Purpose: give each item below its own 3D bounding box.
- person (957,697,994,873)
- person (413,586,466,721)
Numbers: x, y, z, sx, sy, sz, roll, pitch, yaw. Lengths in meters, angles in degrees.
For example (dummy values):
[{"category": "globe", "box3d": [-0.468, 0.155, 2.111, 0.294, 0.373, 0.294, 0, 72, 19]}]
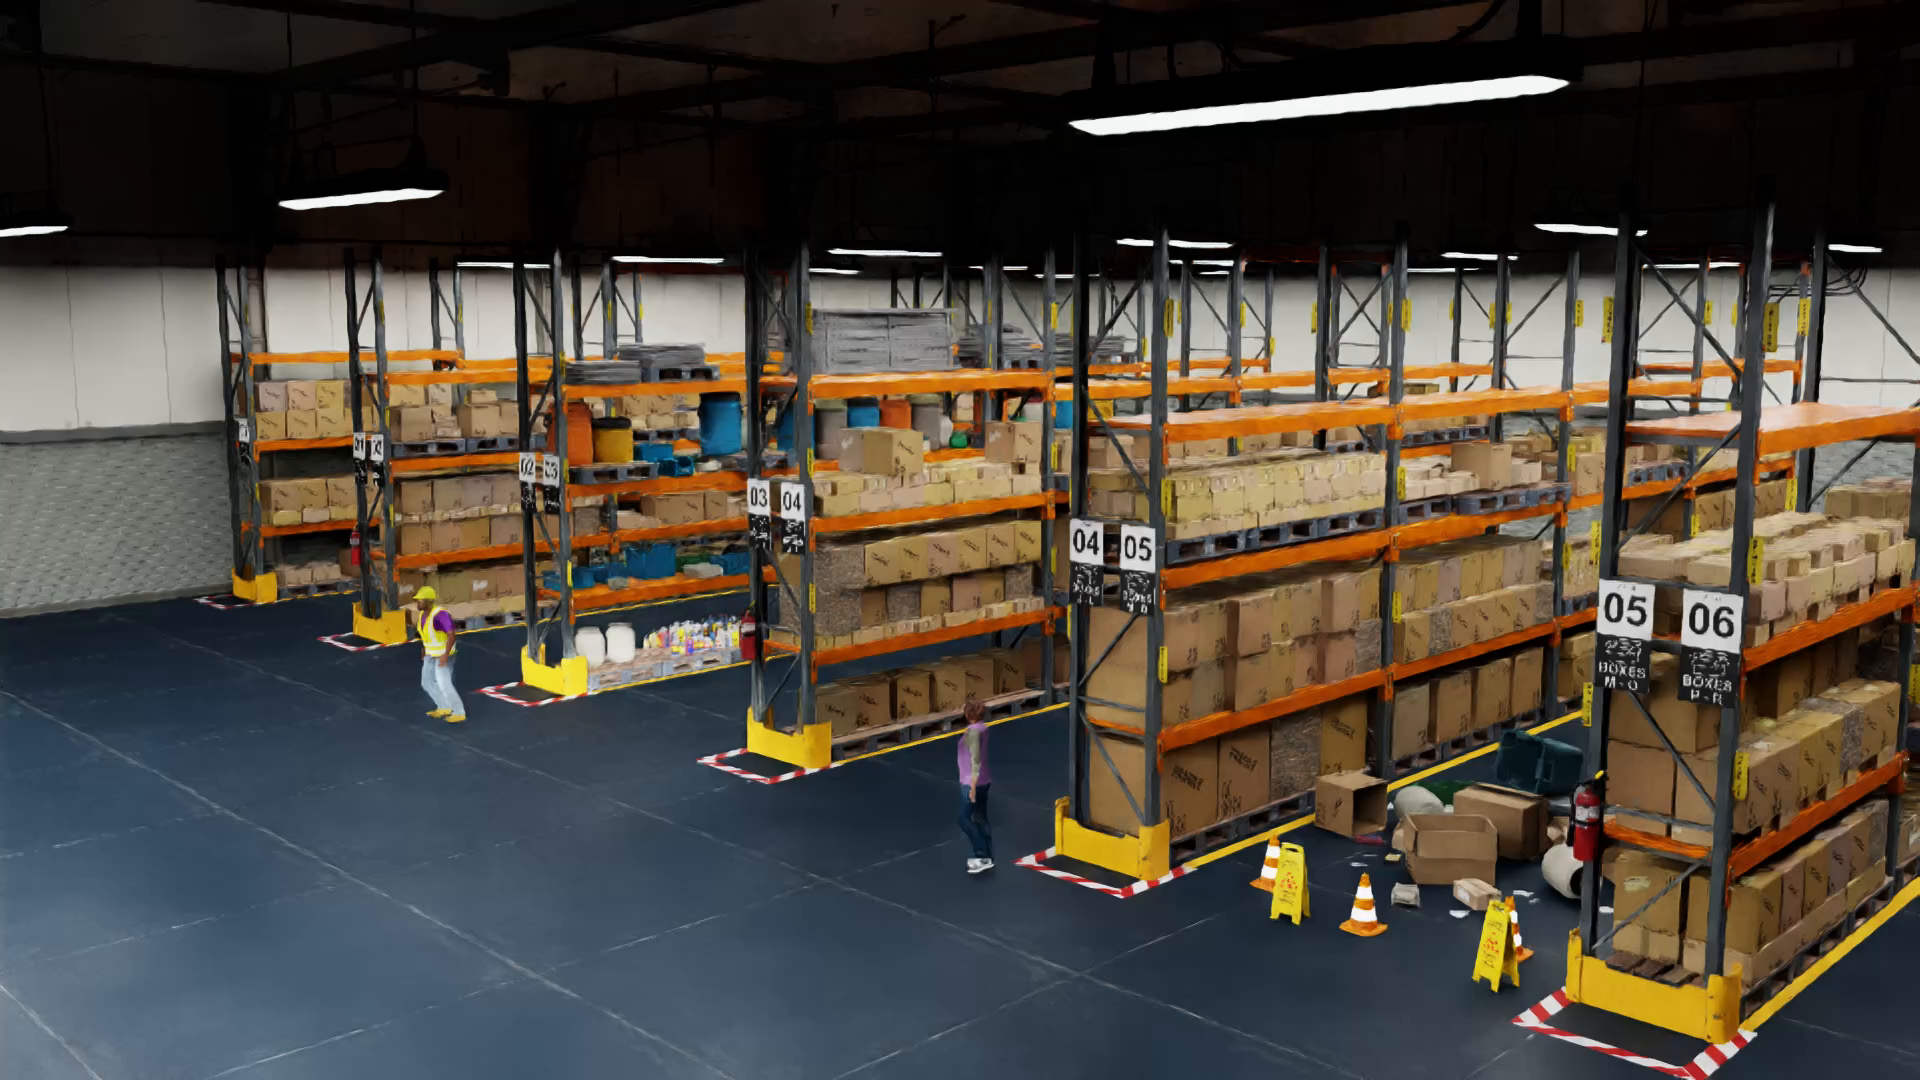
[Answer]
[{"category": "person", "box3d": [0.150, 2.229, 15.195, 0.353, 1.592, 0.517, 2, 8, 16]}, {"category": "person", "box3d": [-6.490, 1.410, 20.651, 0.719, 1.714, 0.578, 8, 11, 44]}]
